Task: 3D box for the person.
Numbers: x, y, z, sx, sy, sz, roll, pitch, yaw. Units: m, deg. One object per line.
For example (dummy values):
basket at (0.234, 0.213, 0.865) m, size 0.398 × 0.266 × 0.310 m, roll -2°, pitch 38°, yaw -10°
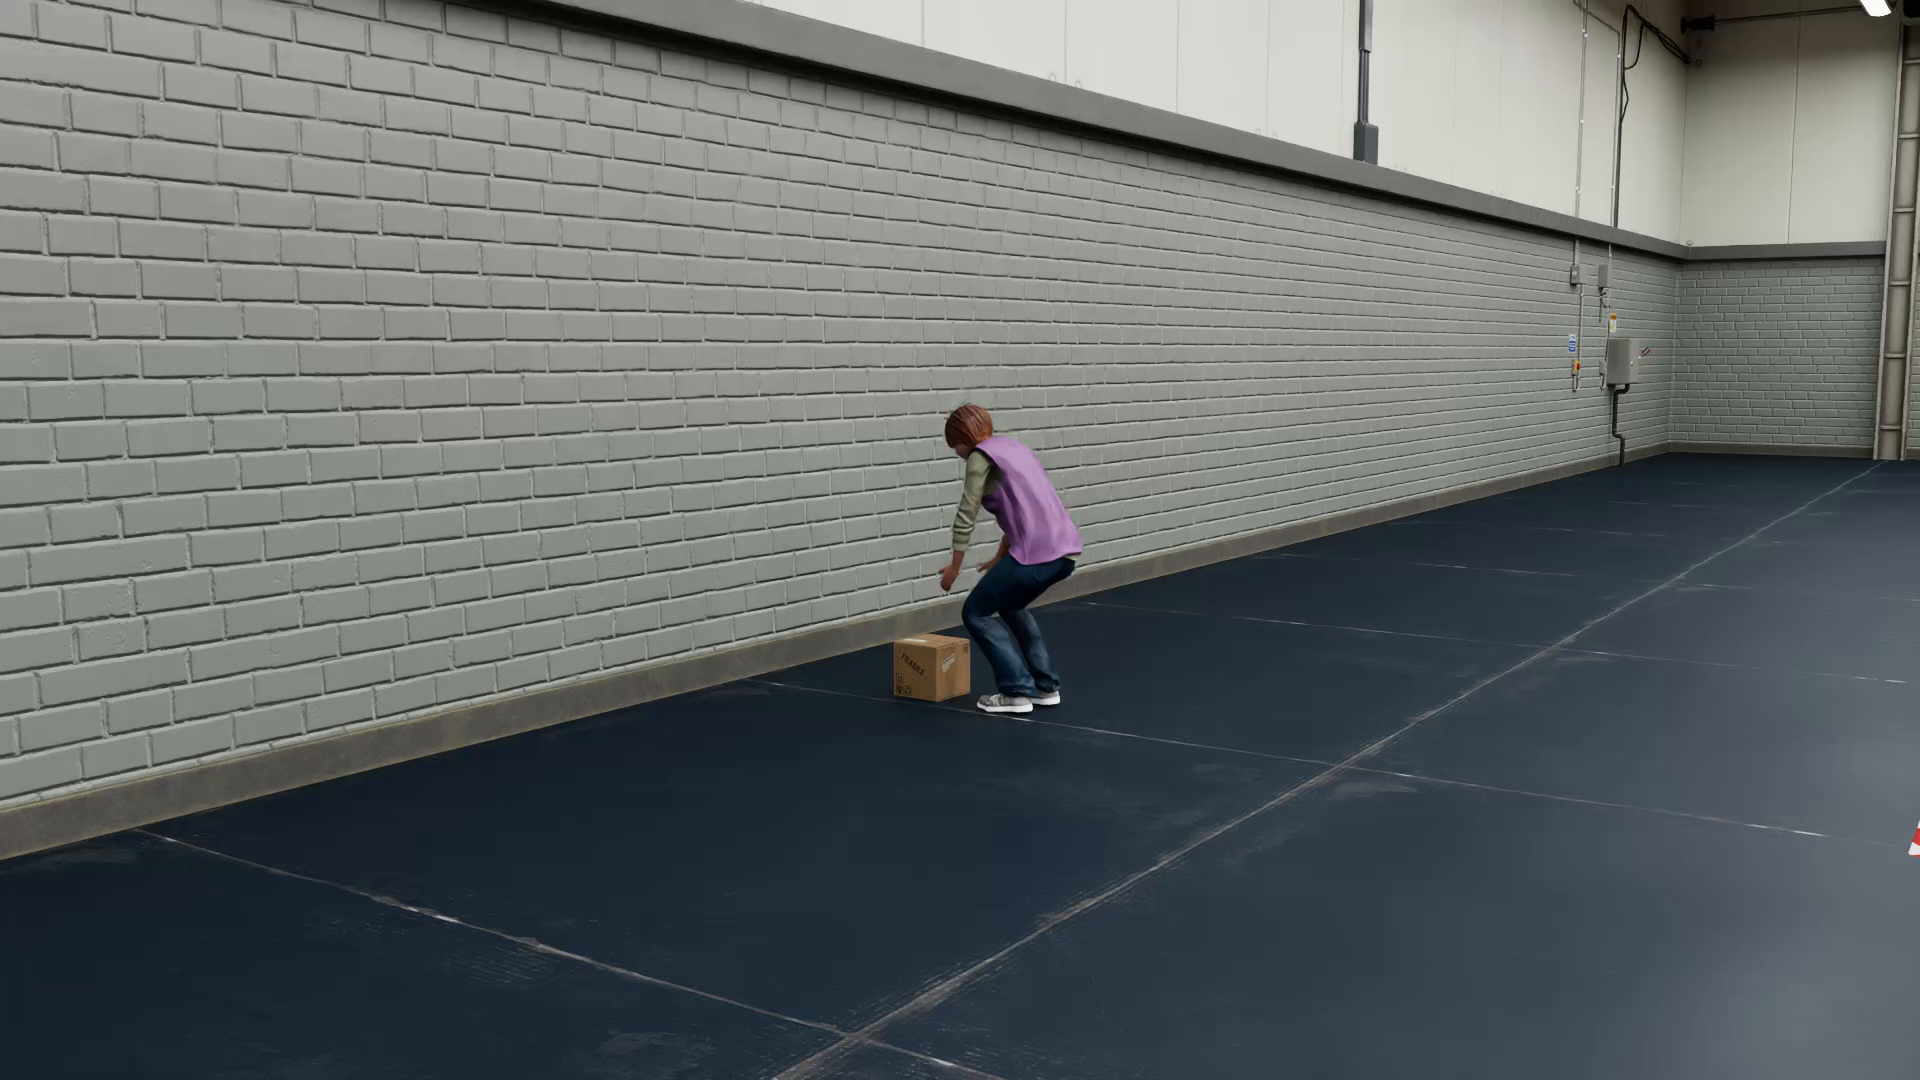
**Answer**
person at (0.204, 0.090, 7.210) m, size 0.640 × 1.310 × 0.462 m, roll 5°, pitch 8°, yaw 37°
